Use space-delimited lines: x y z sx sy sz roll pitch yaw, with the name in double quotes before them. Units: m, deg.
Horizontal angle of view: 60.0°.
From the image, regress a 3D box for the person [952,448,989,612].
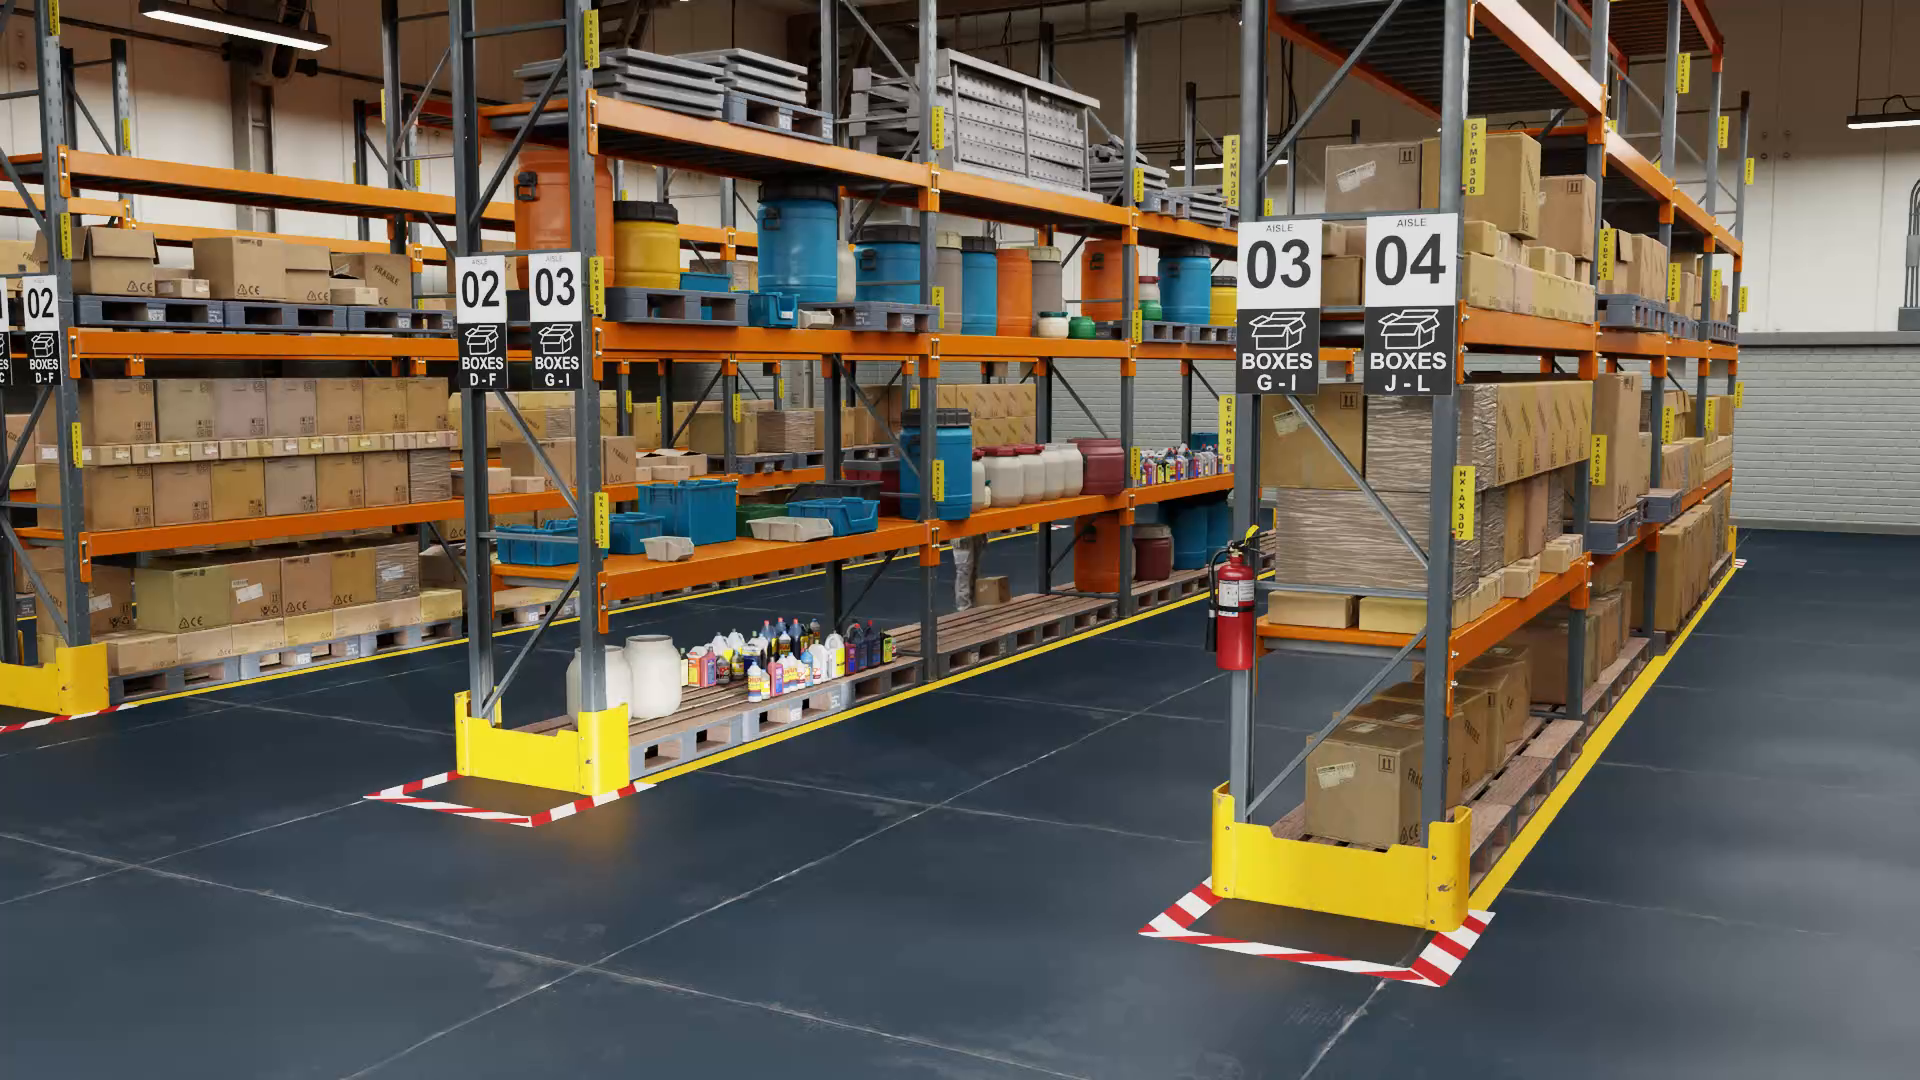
"person" 0.127 -0.068 16.552 0.577 1.782 0.656 3 7 28
